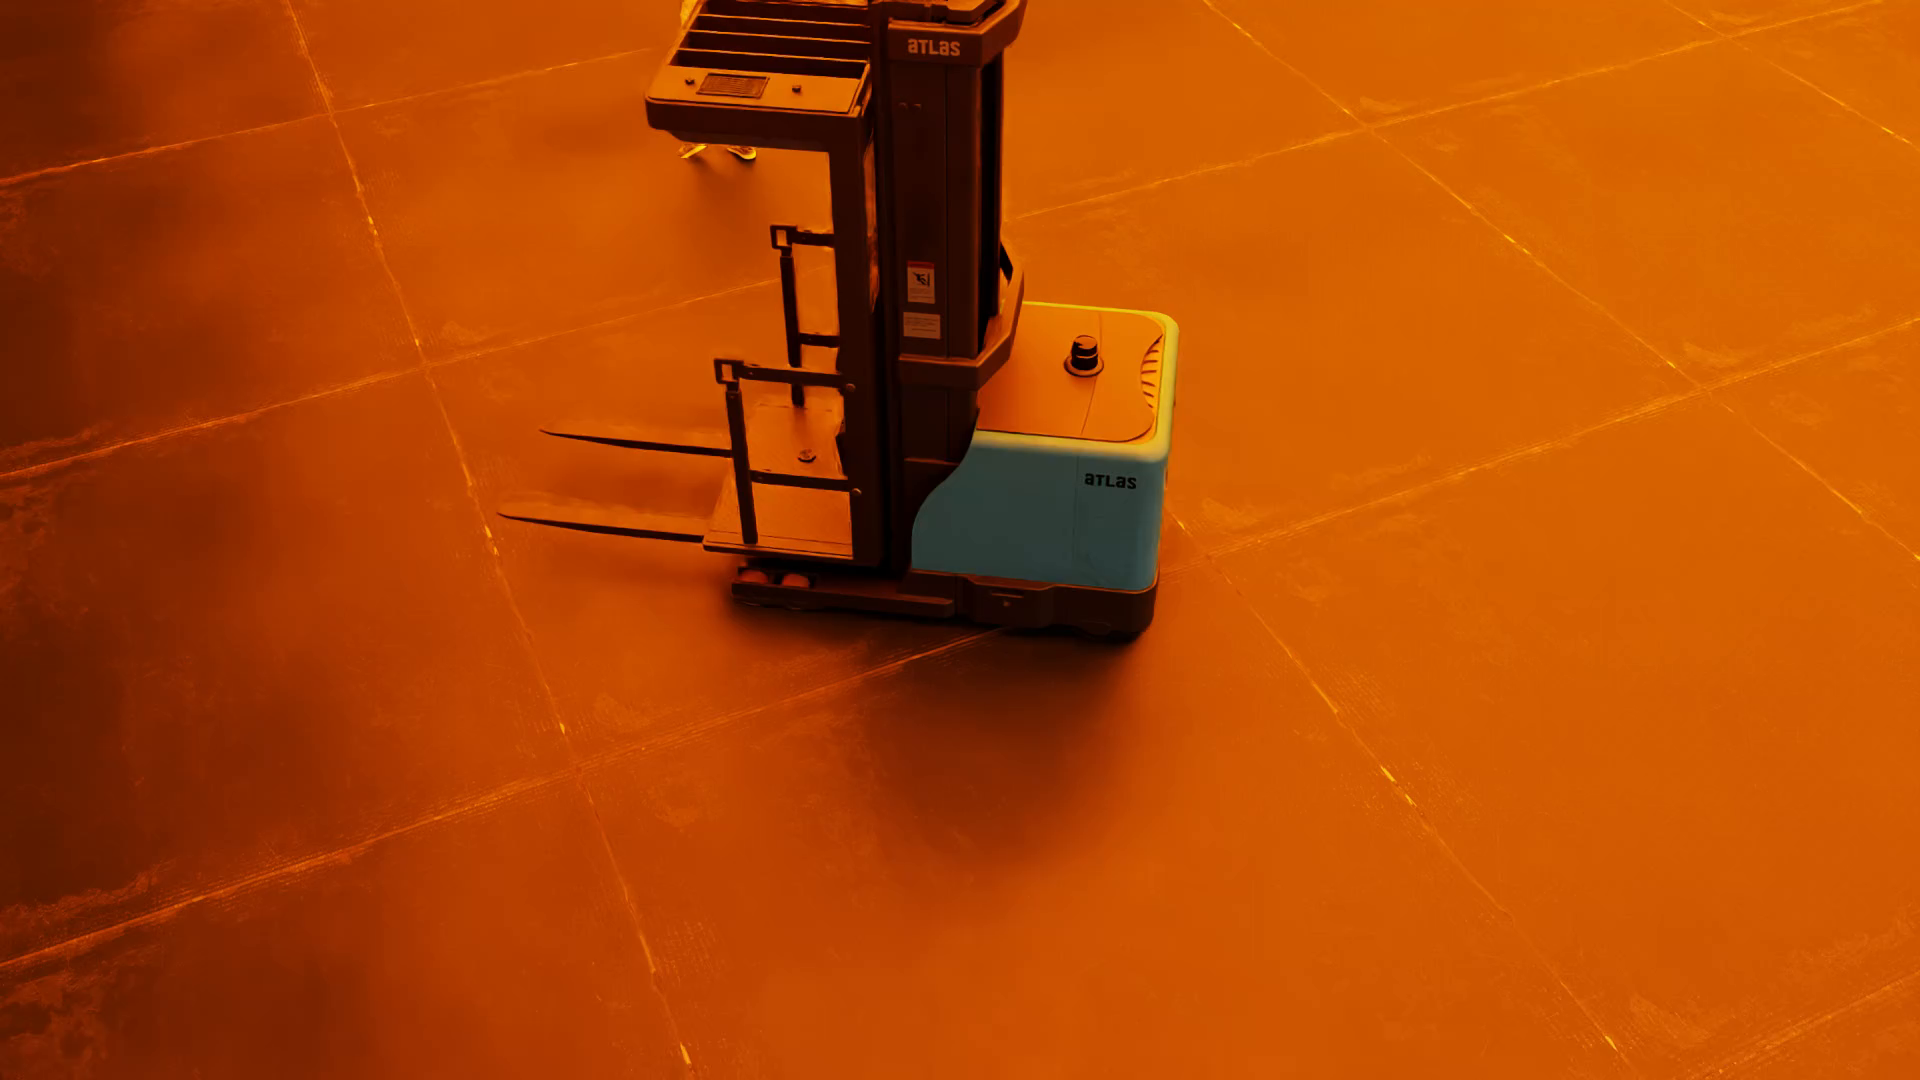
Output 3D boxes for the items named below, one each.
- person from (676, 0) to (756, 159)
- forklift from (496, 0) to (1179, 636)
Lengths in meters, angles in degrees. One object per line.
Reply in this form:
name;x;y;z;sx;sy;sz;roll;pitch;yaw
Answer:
person;-1.473;-2.997;9.923;0.510;1.627;0.459;-34;53;-31
forklift;-0.585;-1.109;6.868;3.031;2.935;1.130;6;43;6
